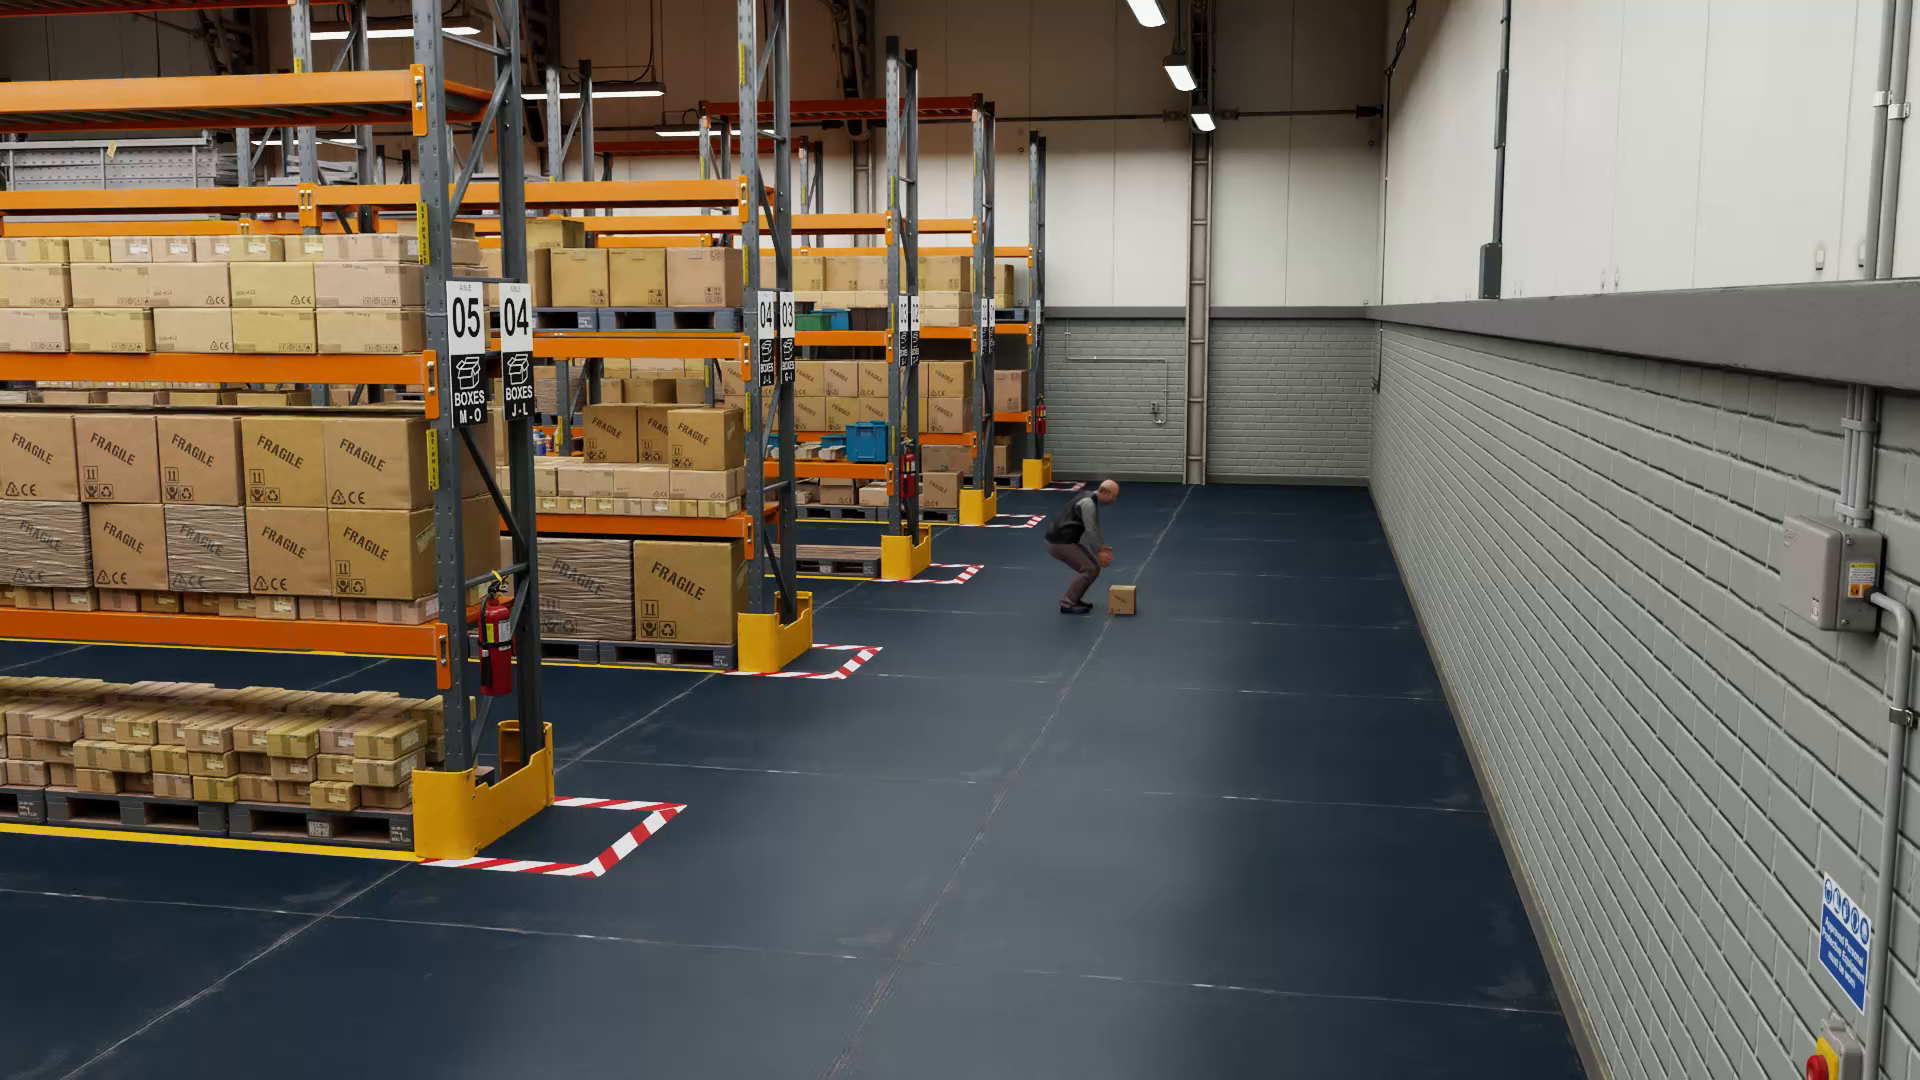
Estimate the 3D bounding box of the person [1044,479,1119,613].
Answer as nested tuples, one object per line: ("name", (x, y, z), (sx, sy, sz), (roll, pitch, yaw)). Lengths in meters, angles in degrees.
("person", (1.240, 0.049, 16.937), (0.743, 1.345, 0.590), (2, 8, 11))
